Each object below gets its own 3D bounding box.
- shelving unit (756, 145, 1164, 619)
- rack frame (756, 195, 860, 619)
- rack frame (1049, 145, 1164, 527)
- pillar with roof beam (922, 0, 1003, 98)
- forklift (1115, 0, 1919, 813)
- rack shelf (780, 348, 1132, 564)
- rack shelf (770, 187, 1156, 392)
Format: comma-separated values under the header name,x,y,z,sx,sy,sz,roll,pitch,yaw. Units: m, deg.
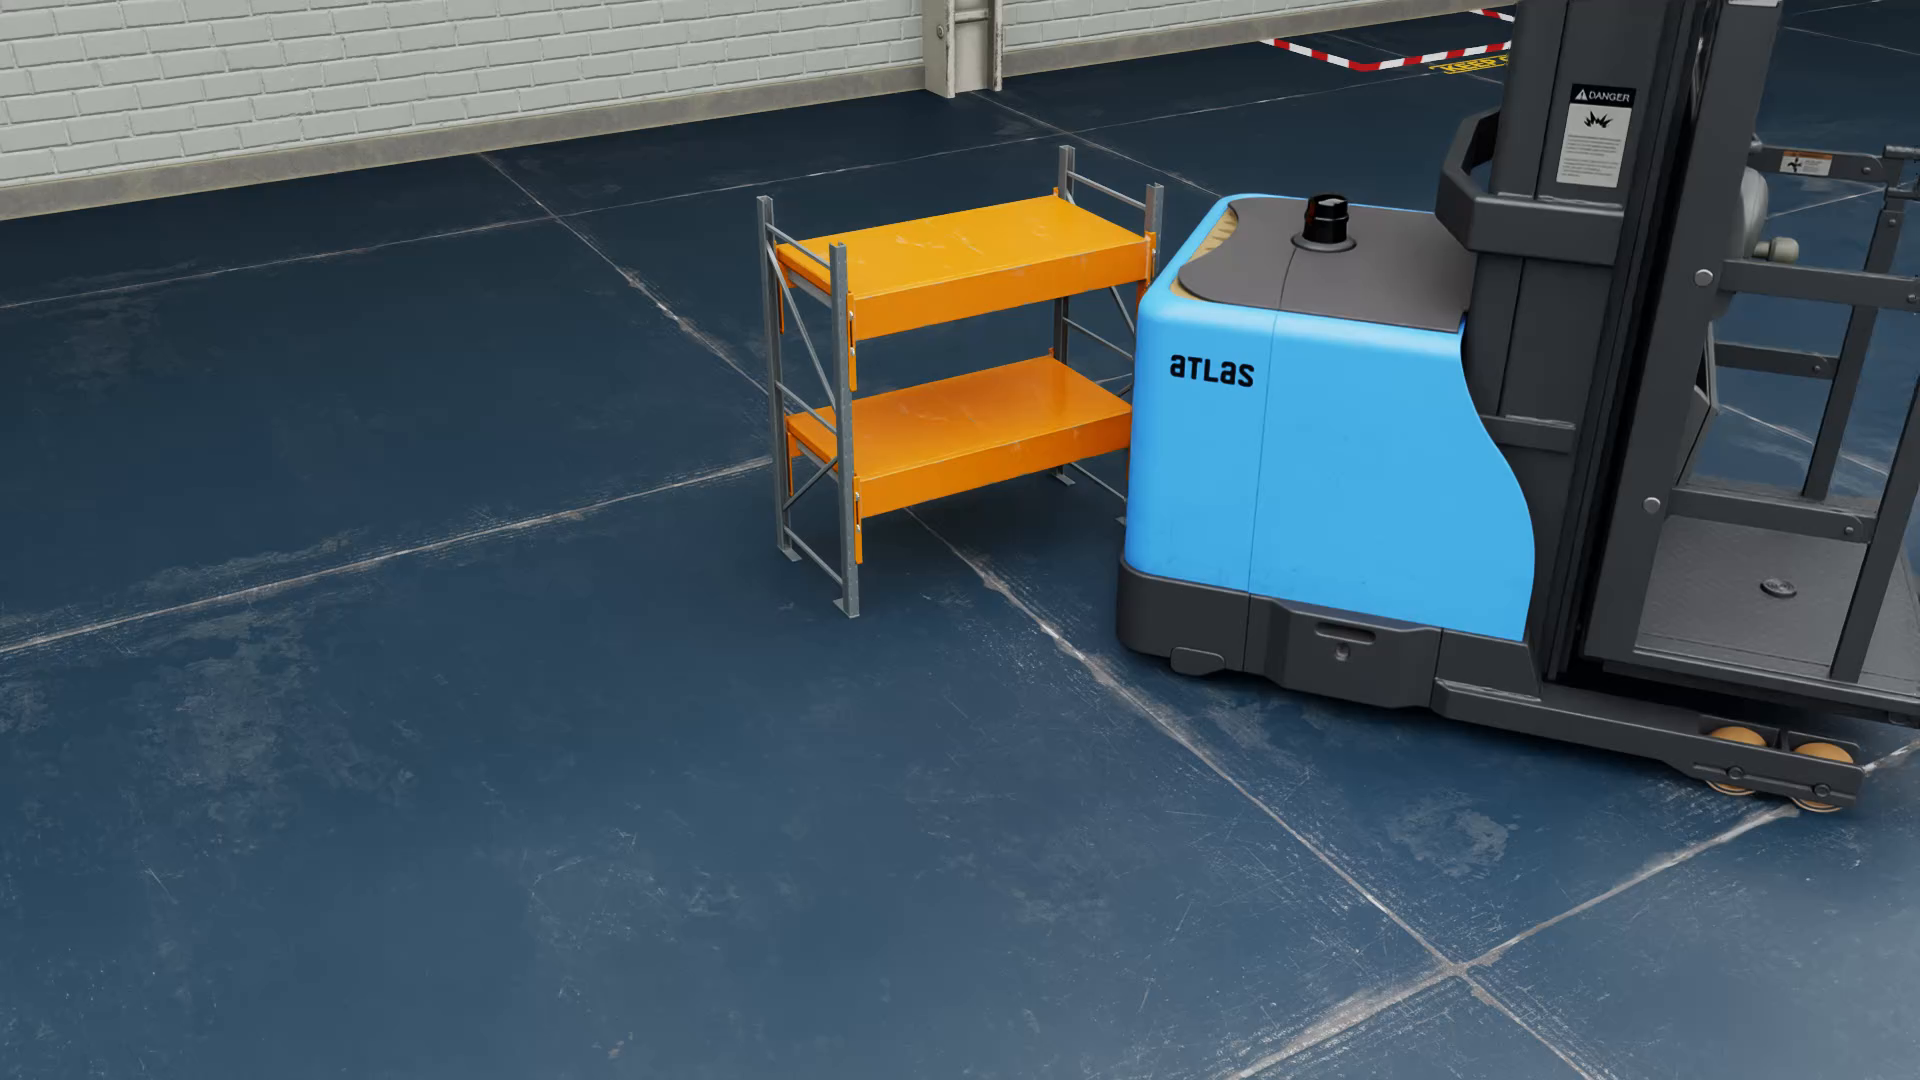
name,x,y,z,sx,sy,sz,roll,pitch,yaw
shelving unit,0.006,-0.494,4.981,1.048,1.125,0.538,-16,33,-26
rack frame,-0.432,-0.370,4.756,0.032,1.125,0.500,-16,33,-26
rack frame,0.444,-0.619,5.207,0.032,1.125,0.500,-16,33,-26
pillar with roof beam,2.196,-4.950,4.905,0.400,9.000,9.100,-16,33,-26
forklift,2.004,-0.911,3.867,3.031,2.935,1.130,10,30,18
rack shelf,0.006,-0.280,5.099,1.000,0.278,0.538,-16,33,-26
rack shelf,0.006,-0.750,4.840,1.000,0.278,0.538,-16,33,-26
